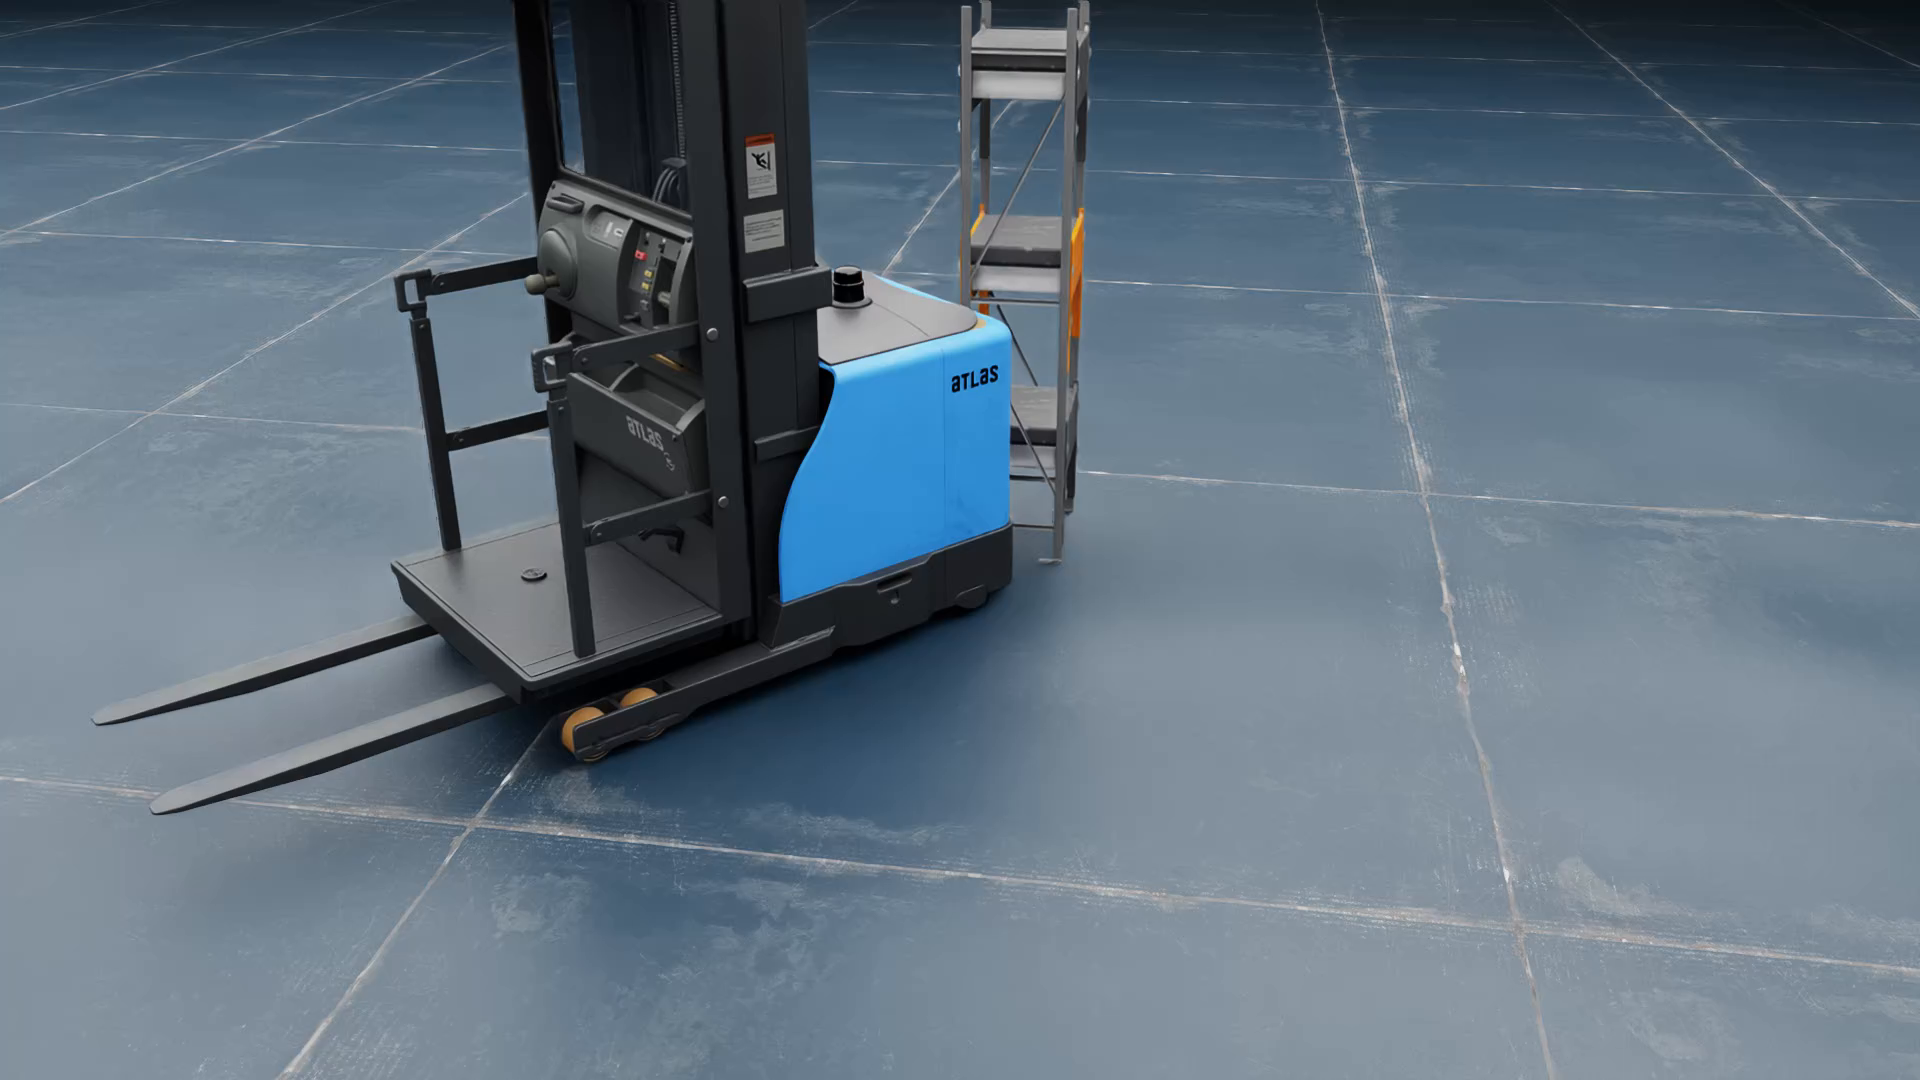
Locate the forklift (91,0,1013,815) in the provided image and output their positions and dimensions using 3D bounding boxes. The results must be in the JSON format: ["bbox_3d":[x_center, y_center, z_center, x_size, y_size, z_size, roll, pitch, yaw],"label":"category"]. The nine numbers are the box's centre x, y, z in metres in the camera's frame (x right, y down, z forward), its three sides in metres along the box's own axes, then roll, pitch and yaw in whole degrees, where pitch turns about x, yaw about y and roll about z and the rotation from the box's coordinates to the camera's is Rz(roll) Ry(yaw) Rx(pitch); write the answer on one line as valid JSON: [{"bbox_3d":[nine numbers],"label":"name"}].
[{"bbox_3d":[-1.266,-0.881,5.174,3.031,2.935,1.130,-19,31,-35],"label":"forklift"}]

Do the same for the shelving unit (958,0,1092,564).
[{"bbox_3d":[0.241,-0.976,6.358,0.431,2.100,0.503,4,25,8],"label":"shelving unit"}]

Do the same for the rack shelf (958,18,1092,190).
[{"bbox_3d":[0.241,-1.597,6.067,0.431,0.518,0.480,4,25,8],"label":"rack shelf"}]

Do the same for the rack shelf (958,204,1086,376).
[{"bbox_3d":[0.241,-0.963,6.363,0.431,0.518,0.480,4,25,8],"label":"rack shelf"}]

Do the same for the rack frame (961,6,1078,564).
[{"bbox_3d":[0.203,-0.873,6.139,0.400,2.100,0.015,4,25,8],"label":"rack frame"}]

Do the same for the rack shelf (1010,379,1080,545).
[{"bbox_3d":[0.241,-0.329,6.660,0.431,0.518,0.480,4,25,8],"label":"rack shelf"}]

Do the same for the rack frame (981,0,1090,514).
[{"bbox_3d":[0.279,-1.078,6.576,0.400,2.100,0.015,4,25,8],"label":"rack frame"}]
